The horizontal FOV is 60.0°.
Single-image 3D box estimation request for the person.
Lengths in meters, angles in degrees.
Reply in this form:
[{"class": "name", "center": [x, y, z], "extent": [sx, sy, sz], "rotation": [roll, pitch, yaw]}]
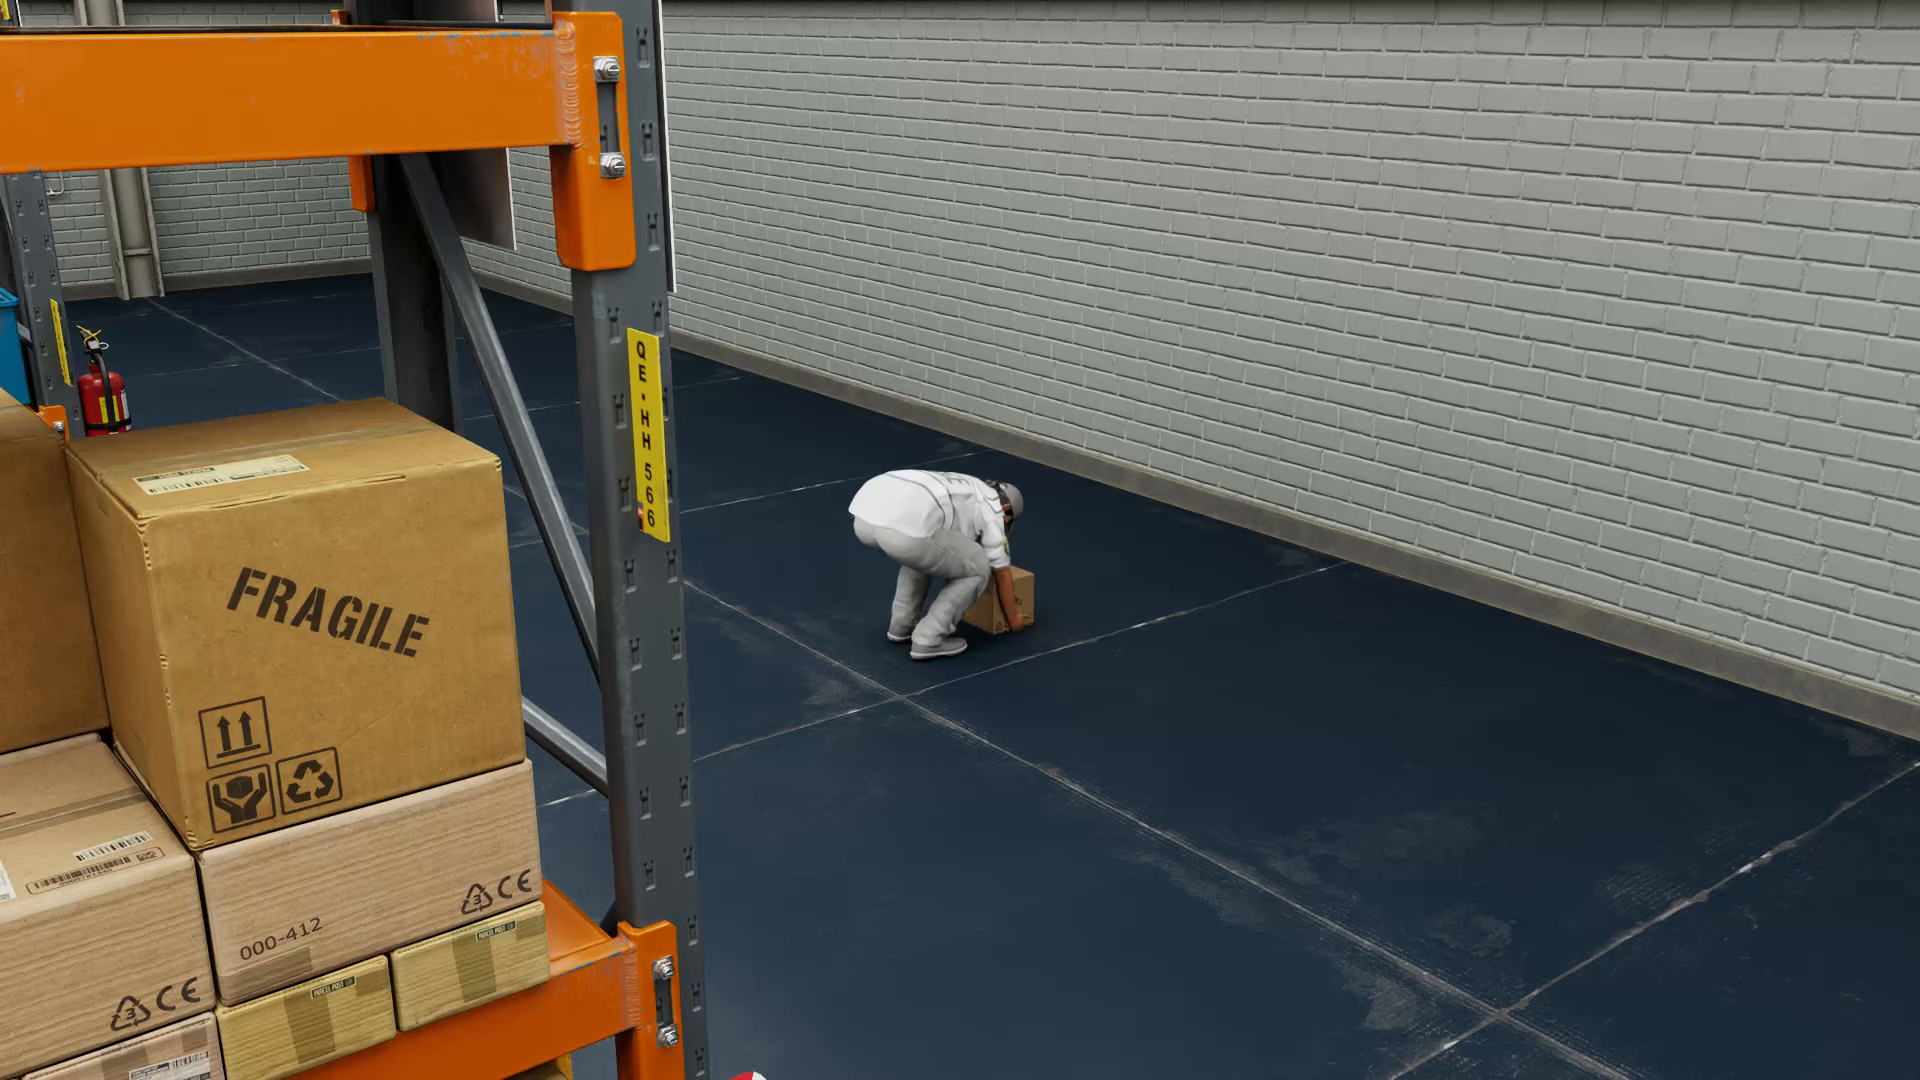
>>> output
[{"class": "person", "center": [-0.066, 0.066, 7.696], "extent": [0.939, 0.855, 0.510], "rotation": [-15, 23, -38]}]
